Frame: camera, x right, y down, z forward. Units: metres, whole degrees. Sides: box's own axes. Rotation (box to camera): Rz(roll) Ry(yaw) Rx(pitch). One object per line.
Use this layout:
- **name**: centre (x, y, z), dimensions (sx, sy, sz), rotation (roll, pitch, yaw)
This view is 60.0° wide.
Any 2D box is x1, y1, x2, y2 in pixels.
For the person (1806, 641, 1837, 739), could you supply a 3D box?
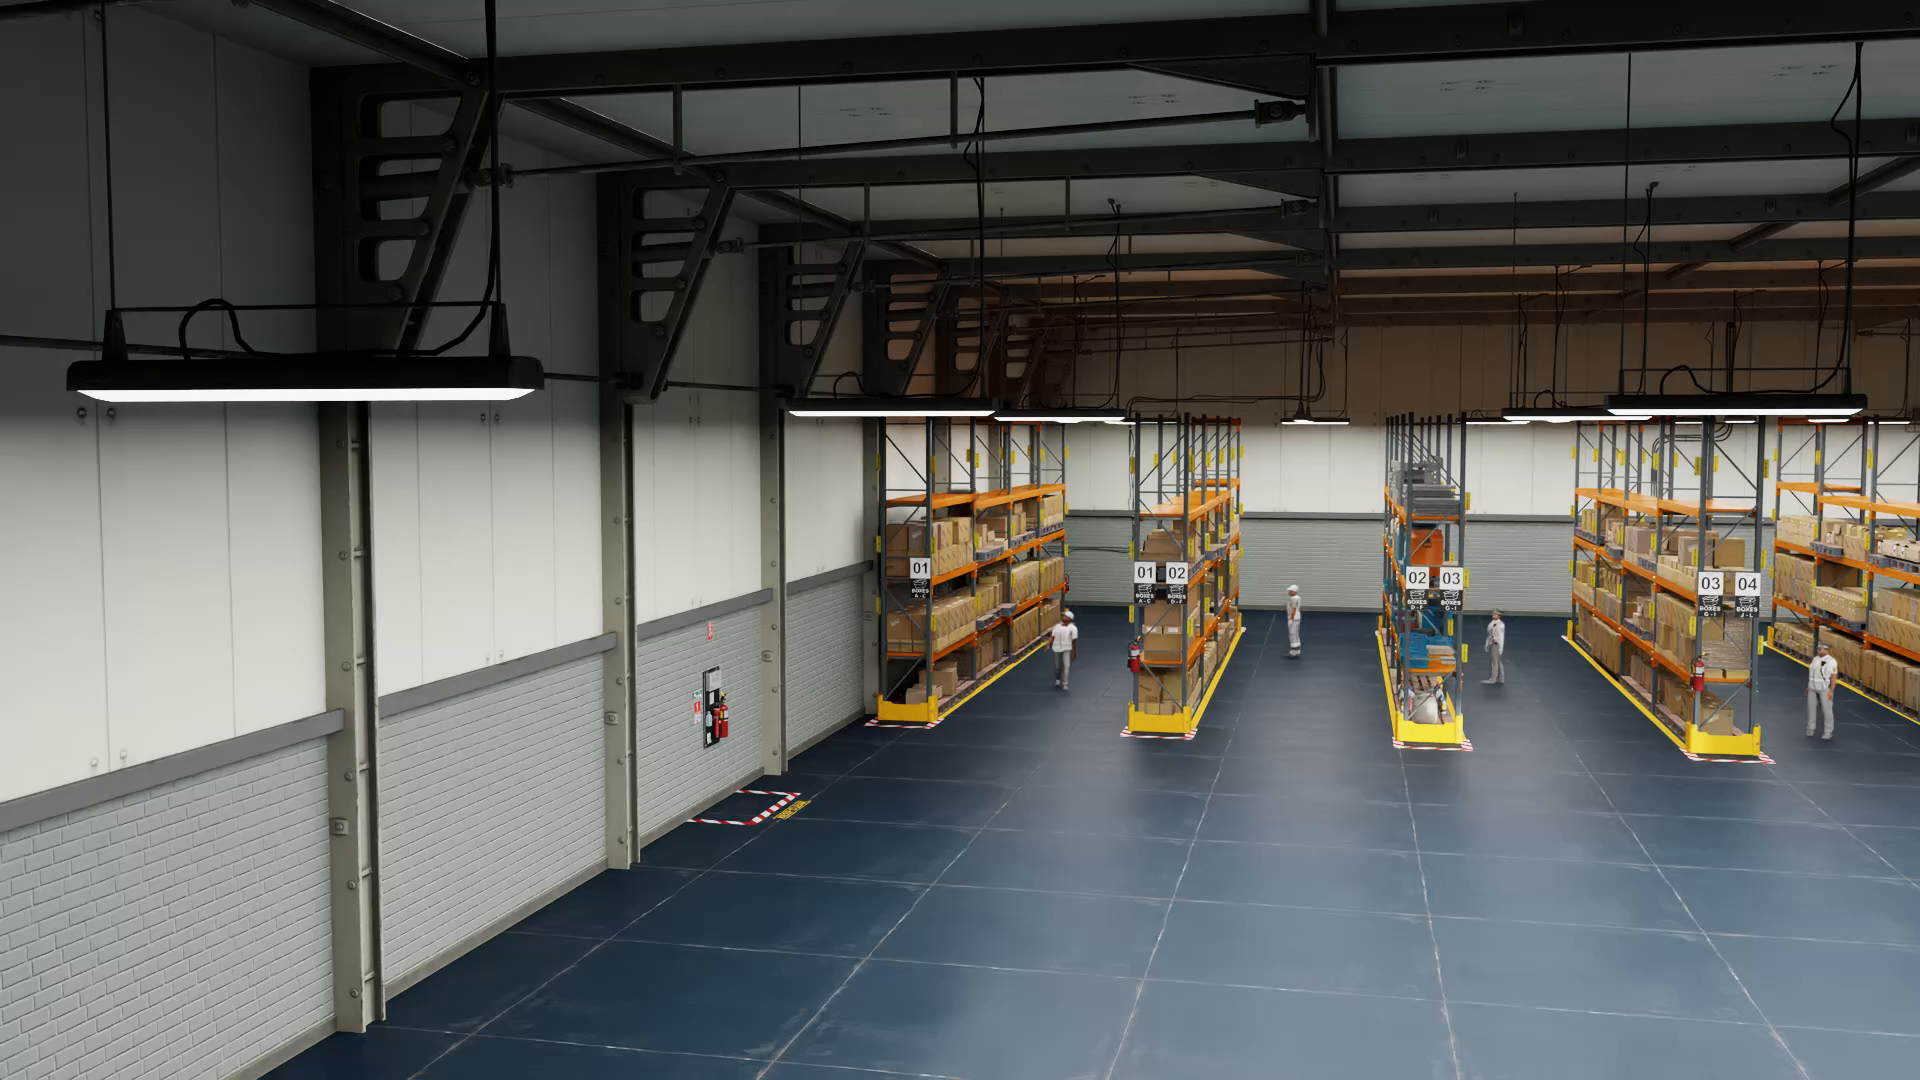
- **person**: centre (15.910, 2.752, 30.734), dimensions (0.421, 1.780, 0.575), rotation (-2, 5, -31)

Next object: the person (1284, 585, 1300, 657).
- **person**: centre (8.279, 2.020, 41.419), dimensions (0.389, 1.799, 0.631), rotation (1, 4, 19)

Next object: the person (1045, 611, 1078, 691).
- **person**: centre (2.207, 2.416, 36.303), dimensions (0.715, 1.698, 1.002), rotation (0, 4, 6)

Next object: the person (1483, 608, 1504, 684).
- **person**: centre (11.963, 2.360, 37.253), dimensions (0.480, 1.684, 0.479), rotation (1, 4, 10)
